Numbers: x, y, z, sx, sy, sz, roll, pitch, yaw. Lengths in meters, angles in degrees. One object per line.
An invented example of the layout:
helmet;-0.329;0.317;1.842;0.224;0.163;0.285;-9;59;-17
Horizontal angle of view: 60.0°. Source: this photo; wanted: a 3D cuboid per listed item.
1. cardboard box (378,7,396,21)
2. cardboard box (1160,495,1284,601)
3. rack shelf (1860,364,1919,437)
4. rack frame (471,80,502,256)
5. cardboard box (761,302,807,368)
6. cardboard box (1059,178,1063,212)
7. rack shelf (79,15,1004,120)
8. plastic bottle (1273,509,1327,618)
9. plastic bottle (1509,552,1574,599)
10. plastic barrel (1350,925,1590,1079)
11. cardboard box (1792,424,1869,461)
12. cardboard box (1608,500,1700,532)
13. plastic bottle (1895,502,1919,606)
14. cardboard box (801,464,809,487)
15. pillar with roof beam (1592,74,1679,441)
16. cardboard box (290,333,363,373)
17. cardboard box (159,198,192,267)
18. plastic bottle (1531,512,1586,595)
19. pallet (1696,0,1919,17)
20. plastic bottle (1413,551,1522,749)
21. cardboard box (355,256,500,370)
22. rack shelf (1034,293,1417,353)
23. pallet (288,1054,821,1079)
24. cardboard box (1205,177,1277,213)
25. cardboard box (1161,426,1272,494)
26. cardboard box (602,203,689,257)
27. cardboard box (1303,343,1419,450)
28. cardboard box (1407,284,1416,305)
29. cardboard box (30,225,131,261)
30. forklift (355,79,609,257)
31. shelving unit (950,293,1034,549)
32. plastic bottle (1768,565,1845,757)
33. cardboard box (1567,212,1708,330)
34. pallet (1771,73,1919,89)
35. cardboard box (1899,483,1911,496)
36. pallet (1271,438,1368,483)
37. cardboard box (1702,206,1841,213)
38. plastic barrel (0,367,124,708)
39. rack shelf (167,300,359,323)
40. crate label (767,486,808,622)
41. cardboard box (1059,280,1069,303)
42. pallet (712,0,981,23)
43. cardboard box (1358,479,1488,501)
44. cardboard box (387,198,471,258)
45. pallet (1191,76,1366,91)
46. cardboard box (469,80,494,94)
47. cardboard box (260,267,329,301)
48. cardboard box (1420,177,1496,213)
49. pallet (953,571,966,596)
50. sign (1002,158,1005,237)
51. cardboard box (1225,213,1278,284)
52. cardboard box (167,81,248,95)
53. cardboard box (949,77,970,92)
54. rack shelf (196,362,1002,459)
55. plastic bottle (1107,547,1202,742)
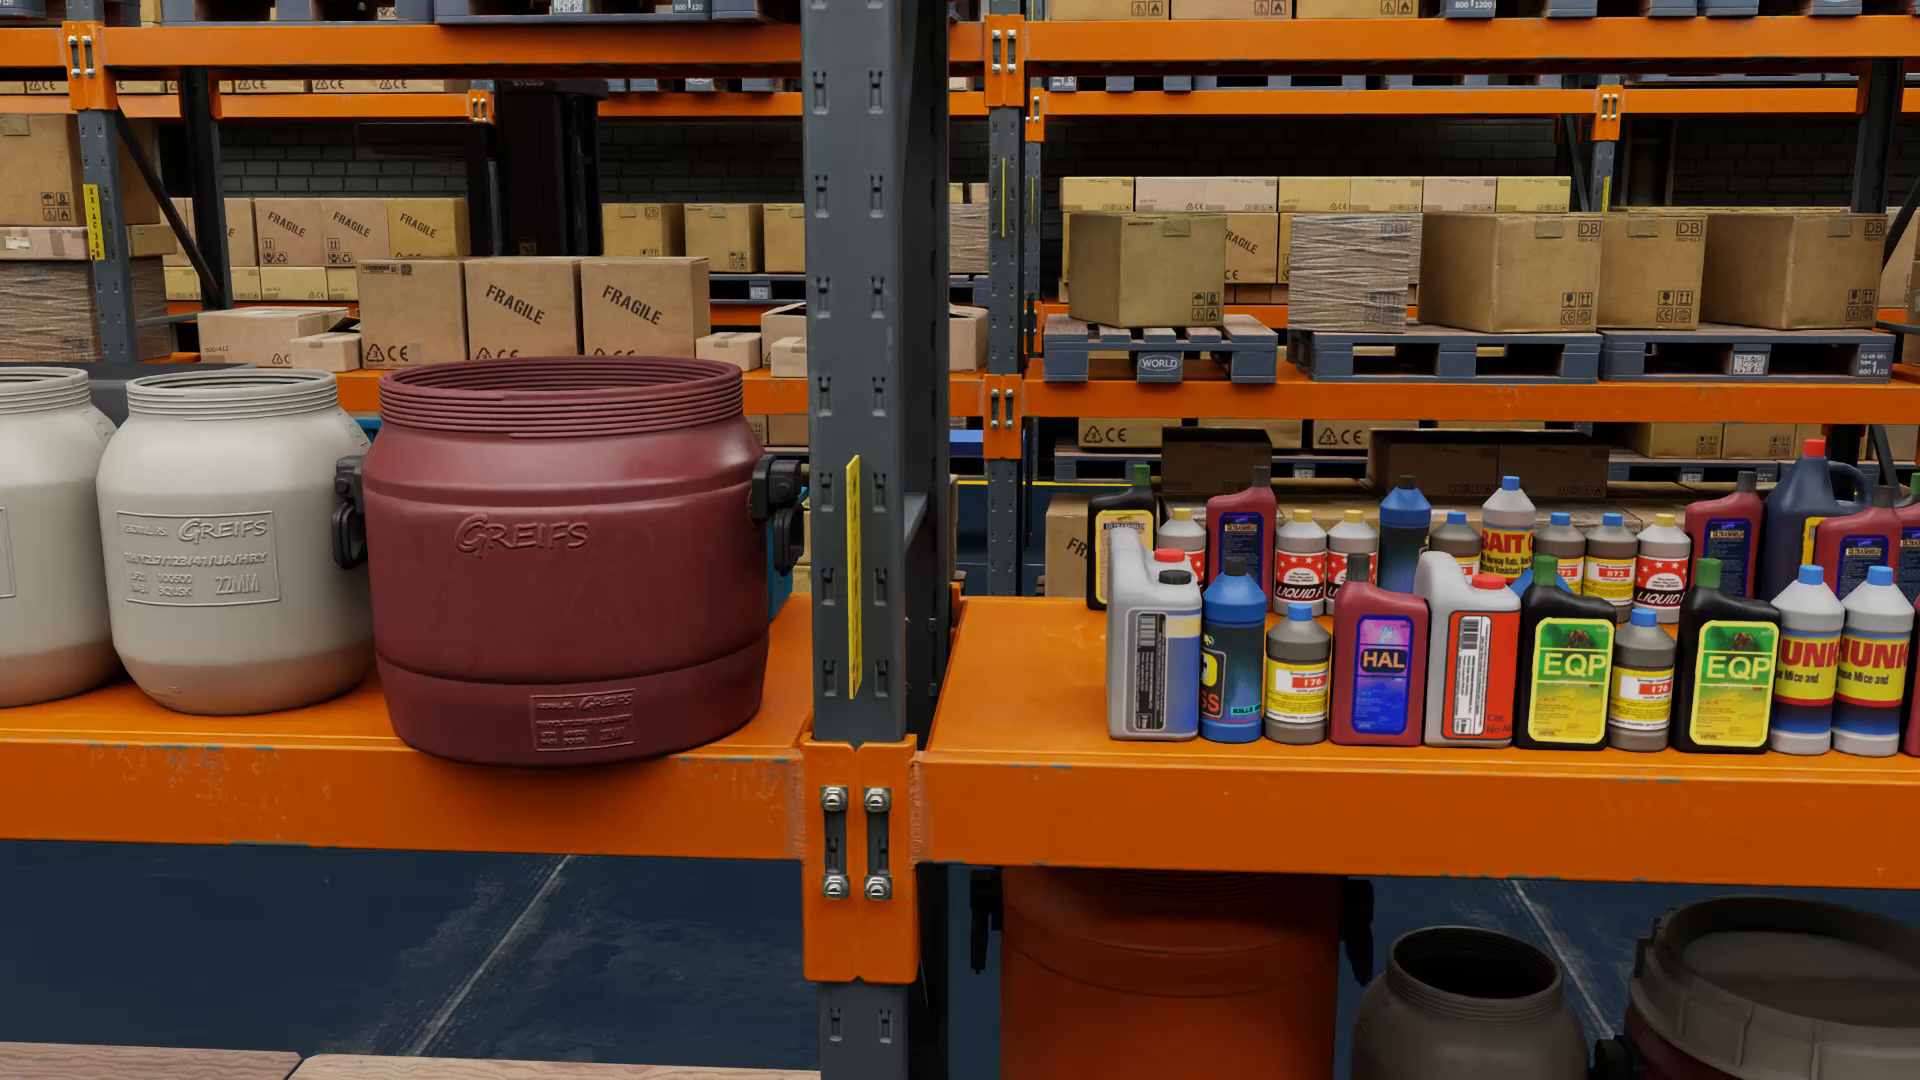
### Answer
cardboard box;-3.963;-4.028;12.137;0.500;0.500;0.500;0;12;-1
cardboard box;1.176;0.085;7.564;0.500;0.500;0.500;0;12;2
rack shelf;6.205;-0.559;7.372;4.000;0.370;1.077;1;12;4
rack frame;-3.445;-2.060;12.791;0.127;3.000;1.000;1;12;4
cardboard box;-0.661;-1.002;7.948;0.500;0.311;0.500;1;12;3
cardboard box;1.016;-2.624;12.633;0.500;0.250;0.500;1;12;5
rack shelf;-1.777;-2.137;7.588;4.000;0.370;1.077;1;12;4
plastic bottle;0.660;0.043;3.224;0.097;0.201;0.097;0;12;0
plastic bottle;0.874;0.154;2.518;0.097;0.271;0.097;0;12;0
plastic barrel;0.942;1.023;3.100;0.421;0.512;0.421;0;12;0
cardboard box;6.289;-0.887;12.260;0.500;0.500;0.700;1;12;5
cardboard box;3.205;0.113;7.433;0.500;0.500;0.500;1;12;4
plastic bottle;1.770;0.026;3.101;0.133;0.283;0.061;1;12;4
cardboard box;-0.809;-0.200;8.219;0.500;0.311;0.500;0;12;2
pillar with roof beam;5.005;-4.175;8.248;0.400;9.000;9.100;1;12;4
cardboard box;-2.902;-0.871;7.721;0.250;0.149;0.380;1;12;4
cardboard box;-5.972;-2.333;12.582;0.500;0.500;0.500;0;12;2
plastic bottle;1.146;0.049;3.192;0.097;0.201;0.097;0;12;0
pallet;3.564;-2.338;7.253;1.003;0.211;1.213;1;12;4
plastic bottle;0.756;0.157;2.492;0.135;0.276;0.152;1;12;4
cardboard box;-2.482;-1.076;7.842;0.500;0.500;0.500;2;12;8
rack shelf;2.541;-1.626;12.472;4.000;0.370;1.077;1;12;4
pallet;-0.887;1.365;3.228;1.213;0.211;1.003;1;12;4
cardboard box;2.017;-2.505;12.065;0.500;0.250;0.500;1;12;4
cardboard box;1.224;-0.388;7.994;0.500;0.250;0.500;1;12;6
cardboard box;-2.383;-2.301;12.625;0.500;0.500;0.700;2;12;10
cardboard box;2.993;-1.098;12.416;0.750;0.750;0.750;1;12;5
cardboard box;3.165;-1.804;12.132;0.250;0.149;0.380;1;12;4
cardboard box;-4.058;-1.375;7.685;0.250;0.149;0.380;1;12;4
forklift;-2.998;-1.499;10.274;3.031;2.935;1.130;1;12;5
shelving unit;-0.085;-0.735;10.120;1.048;1.500;0.538;1;12;4
plastic bottle;1.233;0.172;2.435;0.097;0.271;0.097;0;12;0
cardboard box;3.062;-1.242;7.609;0.500;0.500;0.700;3;12;13
pallet;6.567;-3.345;11.823;1.213;0.211;1.003;1;12;4
cardboard box;4.797;0.019;7.880;0.500;0.500;0.500;1;12;4
pallet;2.541;-0.597;12.607;1.213;0.211;1.003;1;12;4
cardboard box;5.805;-2.076;12.132;0.700;0.700;0.980;0;12;2
plastic barrel;-1.577;-0.012;2.729;0.421;0.512;0.421;0;12;0
rack shelf;-5.441;-1.735;12.995;4.000;0.370;1.077;1;12;4
crate label;-0.511;0.018;3.265;0.416;0.233;0.303;1;12;4
cardboard box;0.859;-1.840;12.305;0.250;0.149;0.380;1;12;3
pallet;-0.465;-2.360;7.360;1.003;0.211;1.213;1;12;6
cardboard box;2.208;-0.007;8.008;0.500;0.500;0.500;0;12;2
cardboard box;-3.938;-2.307;12.456;0.500;0.500;0.500;1;12;4
pallet;2.308;-3.369;12.181;1.213;0.211;1.003;1;12;6
cardboard box;-3.917;-3.645;12.750;0.500;0.500;0.500;1;12;6
cardboard box;-4.937;-1.953;12.598;0.500;0.250;0.500;1;12;3
cardboard box;3.544;-2.485;11.972;0.500;0.250;0.500;1;12;5
pallet;-0.600;0.352;8.069;1.213;0.211;1.003;1;12;4
sign;0.185;-1.447;7.030;0.005;0.325;0.100;1;12;4
cardboard box;2.030;-2.135;12.128;0.500;0.500;0.500;1;12;4
cardboard box;-5.532;-3.562;12.353;0.500;0.500;0.500;2;12;7
cardboard box;-0.191;-3.395;12.013;0.500;0.311;0.500;1;12;4
rack shelf;-1.777;-0.669;7.896;4.000;0.370;1.077;1;12;4
plastic bottle;0.294;0.151;2.522;0.135;0.276;0.152;1;12;4
